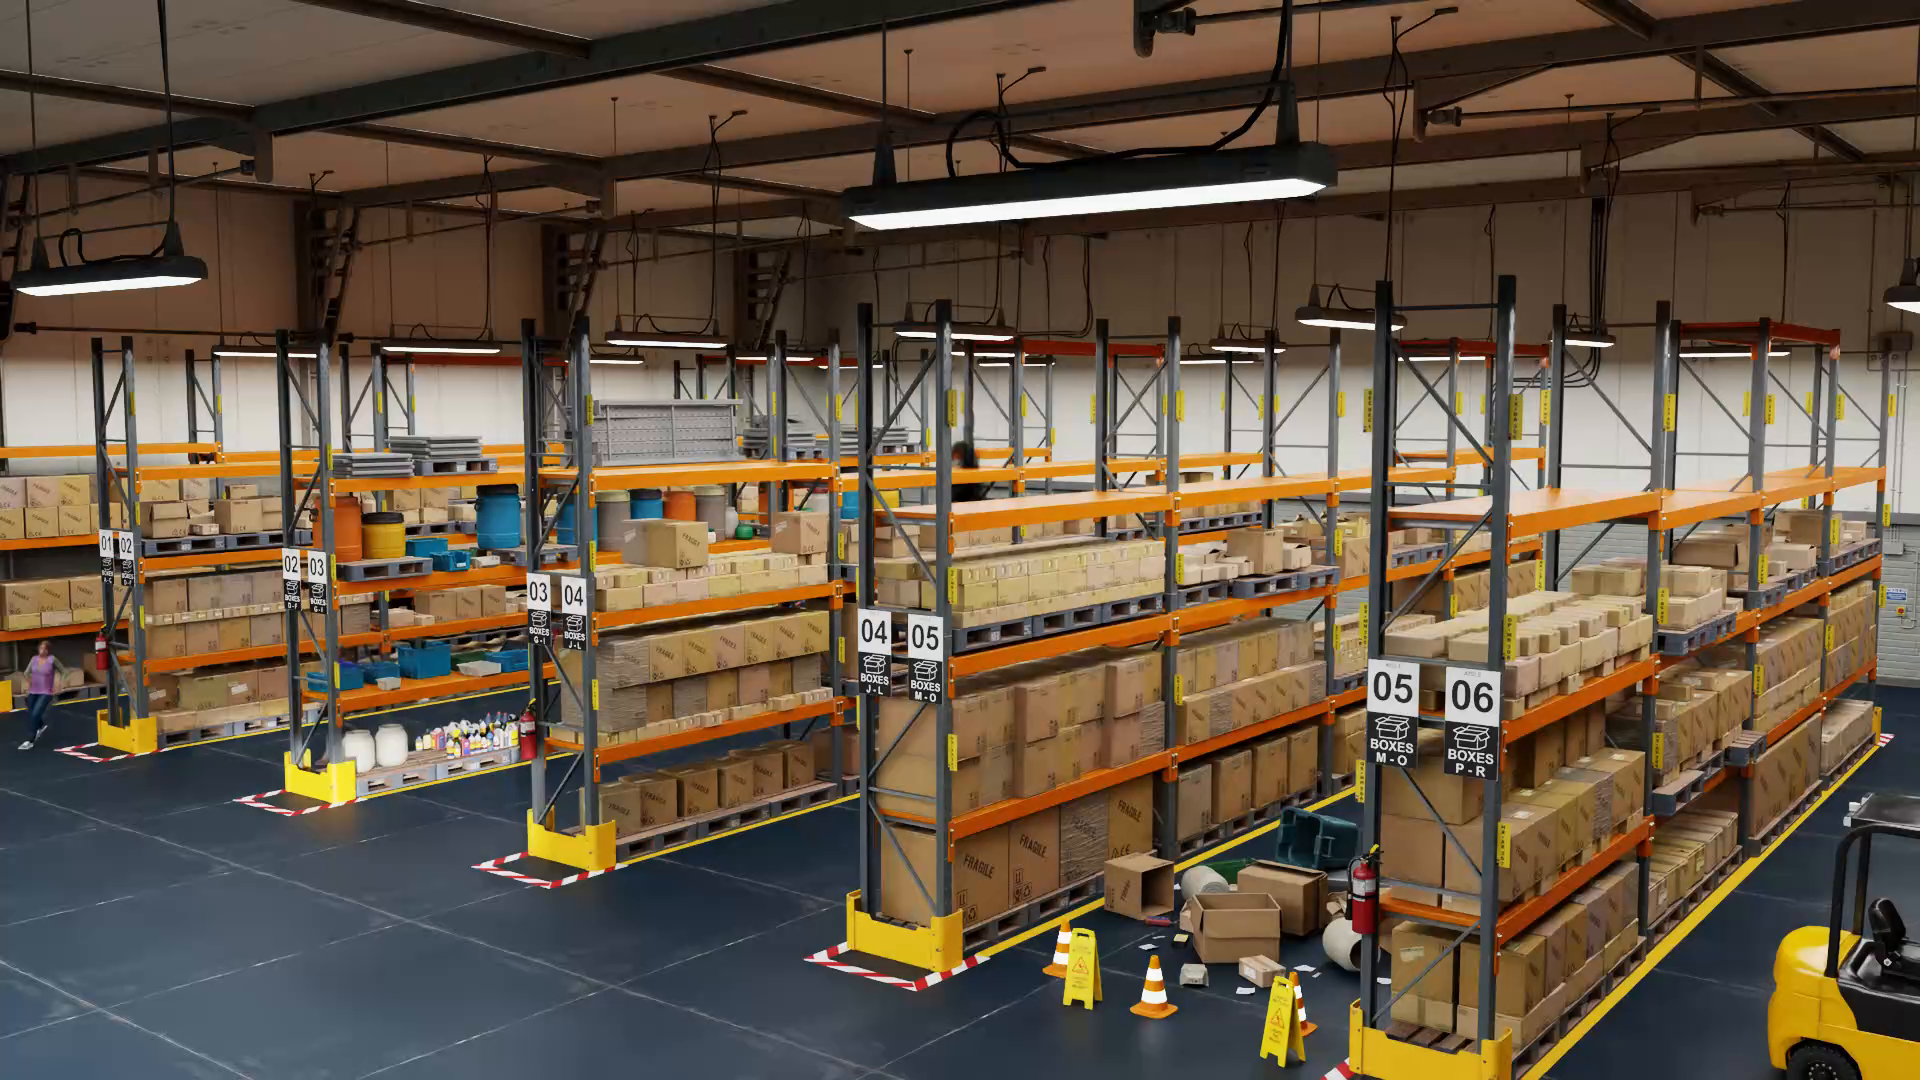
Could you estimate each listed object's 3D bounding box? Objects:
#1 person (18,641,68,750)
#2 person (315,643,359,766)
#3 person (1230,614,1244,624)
[{"bbox_3d":[-13.463,2.254,24.453,0.605,1.566,0.692,0,5,-5],"label":"person"},{"bbox_3d":[-8.760,2.283,23.480,0.579,1.657,0.923,3,6,31],"label":"person"},{"bbox_3d":[4.475,1.984,26.995,0.617,1.700,0.882,3,6,32],"label":"person"}]
